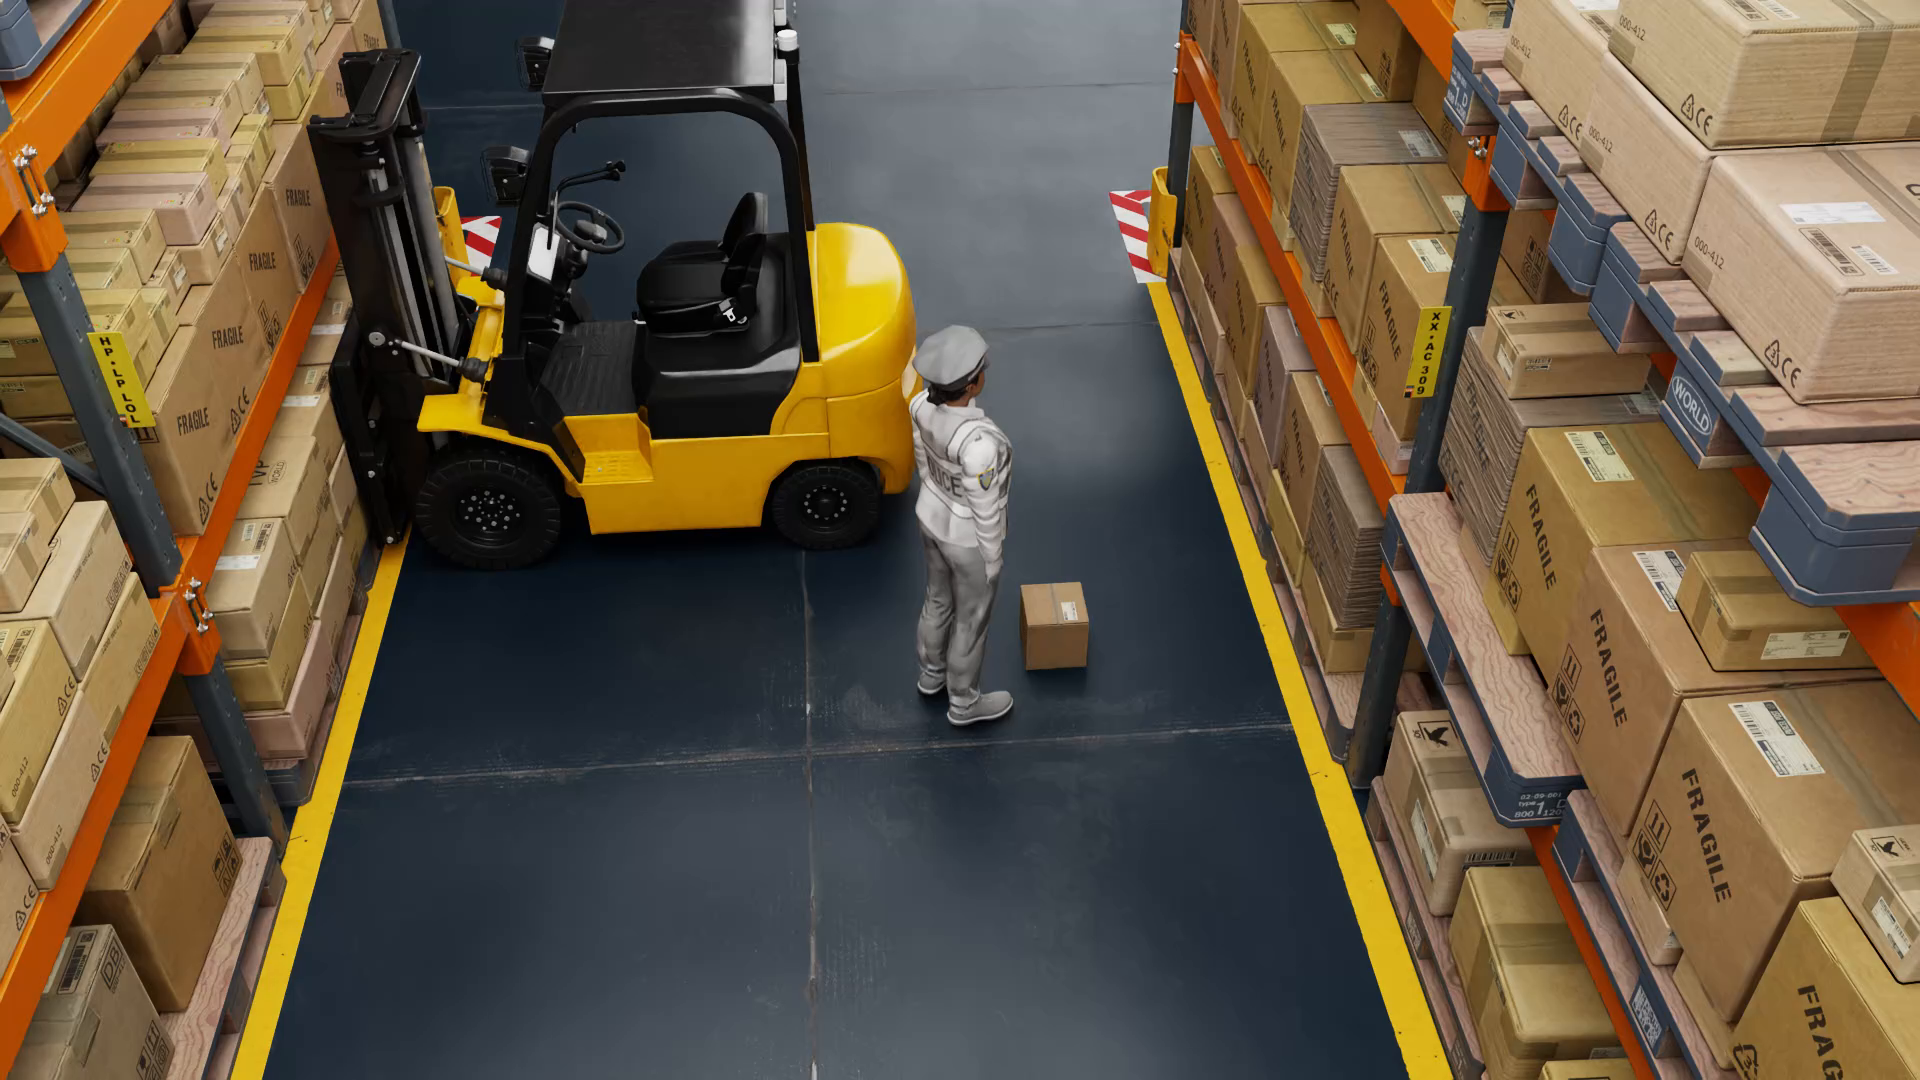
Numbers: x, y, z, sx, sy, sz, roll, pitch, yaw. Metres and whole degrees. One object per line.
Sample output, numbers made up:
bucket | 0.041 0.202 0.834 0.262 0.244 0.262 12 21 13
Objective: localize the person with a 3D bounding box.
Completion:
person | 0.007 -0.047 6.189 0.345 1.692 0.468 -22 44 -24
